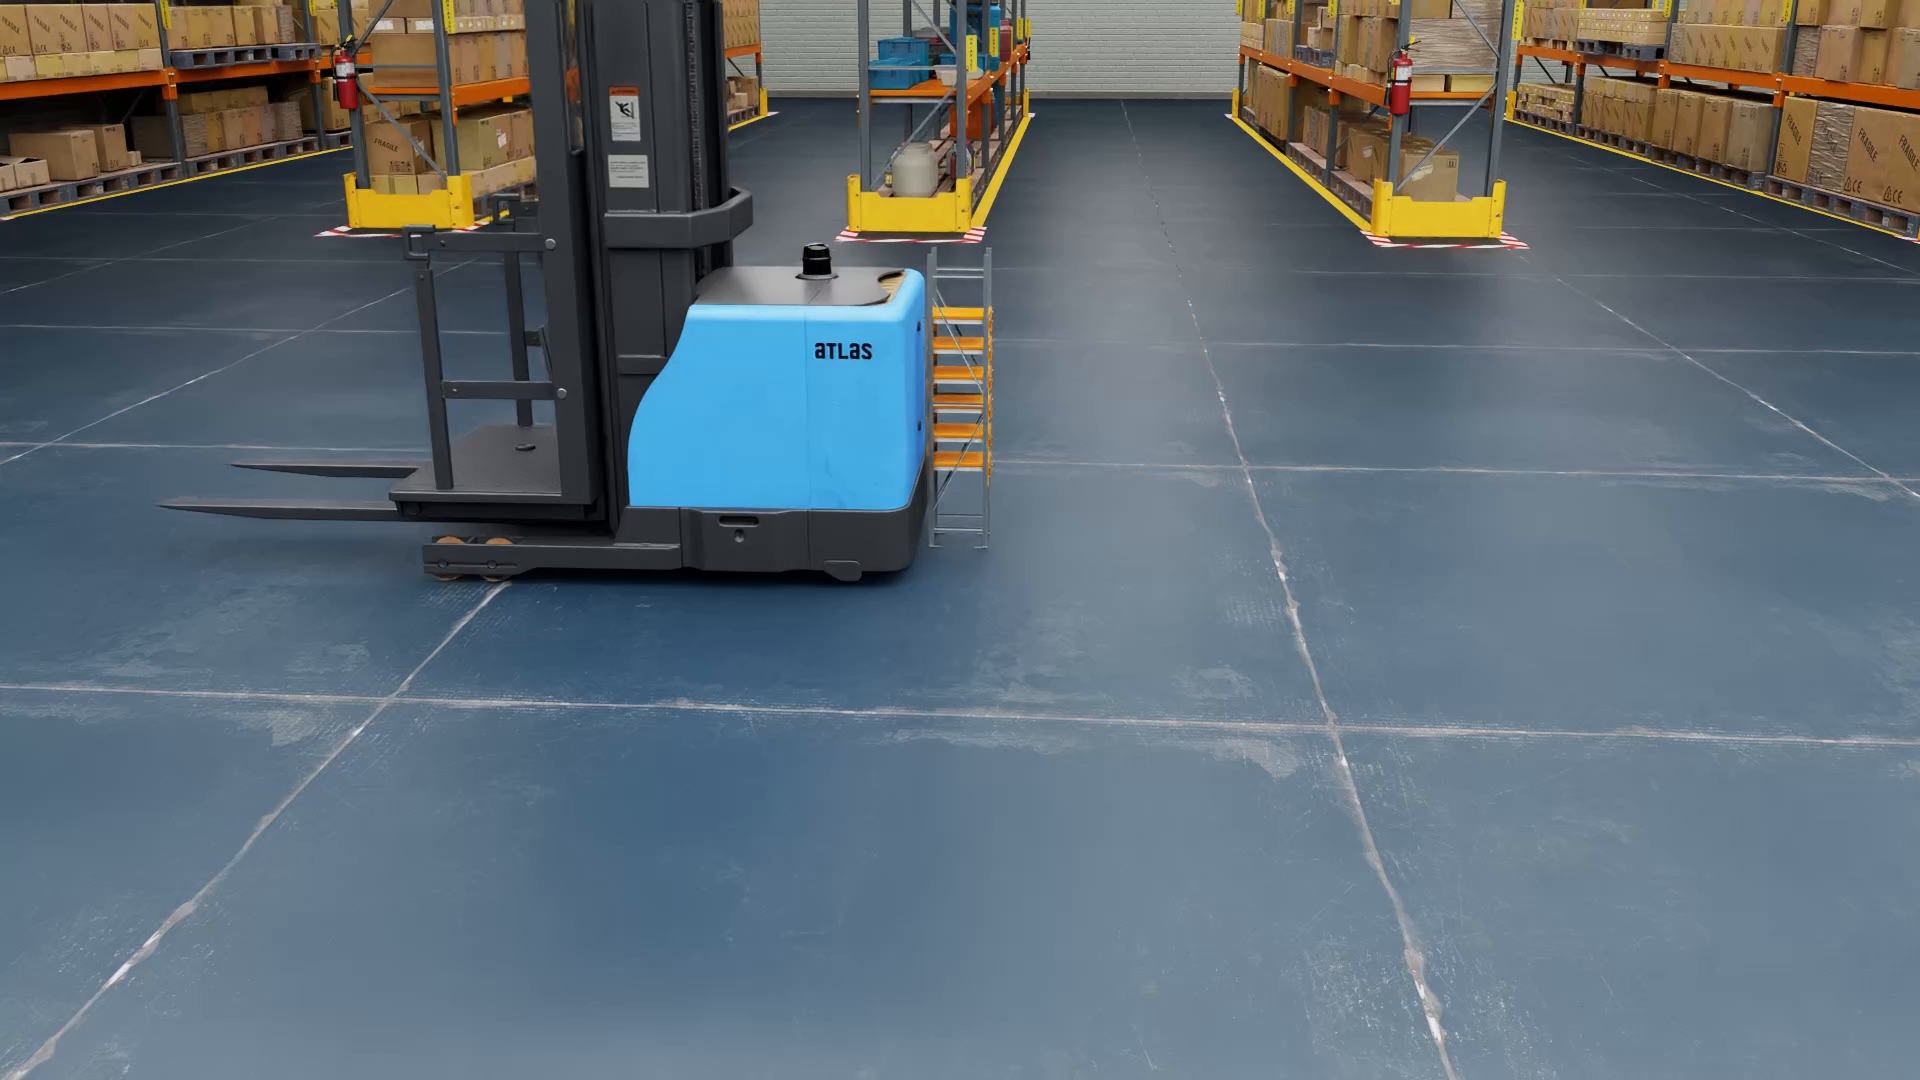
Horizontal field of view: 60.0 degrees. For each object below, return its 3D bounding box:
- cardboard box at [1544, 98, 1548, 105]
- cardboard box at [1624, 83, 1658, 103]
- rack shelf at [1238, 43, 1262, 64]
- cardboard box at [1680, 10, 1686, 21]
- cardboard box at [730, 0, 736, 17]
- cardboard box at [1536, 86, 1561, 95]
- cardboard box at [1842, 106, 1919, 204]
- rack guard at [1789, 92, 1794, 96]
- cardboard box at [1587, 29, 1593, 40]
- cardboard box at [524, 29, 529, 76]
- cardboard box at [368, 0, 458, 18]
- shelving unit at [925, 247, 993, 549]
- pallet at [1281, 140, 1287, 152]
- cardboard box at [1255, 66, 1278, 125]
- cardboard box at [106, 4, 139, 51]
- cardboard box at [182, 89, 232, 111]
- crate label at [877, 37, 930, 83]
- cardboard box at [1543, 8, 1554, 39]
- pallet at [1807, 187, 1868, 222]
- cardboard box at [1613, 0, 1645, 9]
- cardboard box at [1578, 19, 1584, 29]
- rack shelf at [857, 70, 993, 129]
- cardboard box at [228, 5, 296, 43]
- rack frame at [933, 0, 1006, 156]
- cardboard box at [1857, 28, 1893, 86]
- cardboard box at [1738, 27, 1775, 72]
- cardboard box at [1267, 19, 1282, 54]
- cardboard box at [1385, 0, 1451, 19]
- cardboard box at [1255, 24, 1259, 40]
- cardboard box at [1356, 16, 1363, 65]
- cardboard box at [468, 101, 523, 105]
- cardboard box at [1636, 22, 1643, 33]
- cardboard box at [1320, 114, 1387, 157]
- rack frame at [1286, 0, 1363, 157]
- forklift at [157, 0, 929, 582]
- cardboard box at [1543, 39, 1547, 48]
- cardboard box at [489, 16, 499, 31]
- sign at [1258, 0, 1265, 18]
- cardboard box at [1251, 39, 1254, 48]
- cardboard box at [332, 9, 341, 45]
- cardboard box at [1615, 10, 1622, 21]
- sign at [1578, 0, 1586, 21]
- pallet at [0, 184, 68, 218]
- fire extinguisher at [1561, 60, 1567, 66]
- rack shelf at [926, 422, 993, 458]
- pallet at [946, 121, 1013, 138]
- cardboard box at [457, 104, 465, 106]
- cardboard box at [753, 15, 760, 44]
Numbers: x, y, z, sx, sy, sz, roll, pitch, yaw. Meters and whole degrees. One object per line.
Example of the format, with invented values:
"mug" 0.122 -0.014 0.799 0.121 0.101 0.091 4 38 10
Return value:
"cardboard box" 10.257 -7.547 28.566 0.380 0.149 0.250 2 18 7
"cardboard box" 9.825 -6.386 23.730 0.500 0.250 0.500 2 18 5
"rack shelf" 5.502 -8.306 28.610 1.077 0.370 4.000 1 18 4
"cardboard box" 10.277 -7.304 23.170 0.380 0.149 0.250 1 18 4
"cardboard box" -4.134 -9.232 28.513 0.500 0.500 0.500 1 18 2
"cardboard box" 10.199 -7.771 28.770 0.380 0.149 0.250 2 18 6
"cardboard box" 9.482 -3.833 16.542 0.875 0.875 0.875 1 18 3
"rack guard" 15.531 -7.868 30.131 1.175 0.500 0.348 1 18 4
"cardboard box" 9.776 -7.689 25.301 0.380 0.149 0.250 1 18 4
"cardboard box" -5.152 -5.510 18.761 0.700 0.500 0.500 1 18 3
"cardboard box" -5.332 -5.347 16.181 0.700 0.500 0.500 1 18 4
"shelving unit" -0.001 -0.566 6.722 0.258 1.200 0.189 1 18 4
"pallet" 5.203 -5.703 23.987 1.003 0.211 1.213 1 18 4
"cardboard box" 5.333 -7.018 26.260 1.225 0.875 0.875 1 18 4
"cardboard box" -9.792 -5.860 18.993 0.500 0.500 0.500 1 18 4
"cardboard box" -9.939 -5.779 21.846 0.500 0.250 0.500 1 18 2
"crate label" -0.580 -5.005 17.323 0.502 0.435 0.616 1 18 4
"cardboard box" 10.186 -8.706 28.036 0.500 0.500 0.500 1 18 2
"pallet" 9.508 -3.461 17.145 1.003 0.211 1.213 1 18 4
"cardboard box" 10.574 -8.683 26.362 0.500 0.500 0.500 2 18 5
"cardboard box" 9.811 -7.994 25.754 0.380 0.149 0.250 2 18 5
"rack shelf" -0.299 -4.690 17.573 1.077 0.370 4.000 1 18 4
"cardboard box" -9.774 -7.227 23.293 0.700 0.500 0.500 -1 18 -3
"rack frame" 0.132 -6.895 23.149 1.000 3.000 0.127 1 18 4
"cardboard box" 9.599 -4.853 16.676 0.875 0.550 0.500 1 18 4
"cardboard box" 9.532 -5.773 19.562 0.500 0.500 0.500 1 18 3
"cardboard box" 5.041 -7.781 25.691 0.500 0.500 0.500 1 18 4
"cardboard box" 4.291 -5.140 15.549 0.500 0.500 0.500 1 18 4
"cardboard box" 5.163 -8.401 27.507 0.500 0.250 0.500 2 18 6
"cardboard box" 4.685 -5.281 17.583 0.875 0.500 0.500 1 18 4
"cardboard box" -5.441 -4.877 19.526 0.500 0.500 0.500 1 18 4
"cardboard box" 9.610 -7.110 23.057 0.380 0.149 0.250 2 18 6
"cardboard box" 4.943 -5.075 20.902 0.700 0.500 0.500 0 18 -1
"rack frame" 5.072 -6.785 22.811 1.000 3.000 0.127 1 18 4
"forklift" -1.674 -1.394 6.470 3.031 2.935 1.130 1 18 3
"cardboard box" 10.214 -8.509 28.477 0.380 0.149 0.250 1 18 3
"cardboard box" -5.049 -5.395 17.368 0.380 0.149 0.250 1 18 3
"sign" 4.805 -8.488 26.492 0.100 0.325 0.005 1 18 4
"cardboard box" 5.145 -8.409 28.171 0.380 0.149 0.250 1 18 3
"cardboard box" -9.413 -7.622 24.697 0.500 0.500 0.500 2 18 6
"cardboard box" 9.685 -7.569 23.980 0.380 0.149 0.250 2 18 7
"sign" 9.757 -8.306 26.064 0.100 0.325 0.005 1 18 4
"pallet" -10.225 -3.582 17.515 1.003 0.211 1.213 1 18 4
"fire extinguisher" 11.064 -8.981 30.238 0.296 0.674 0.183 1 18 4
"rack shelf" -0.001 -0.409 6.774 0.258 0.103 0.180 1 18 4
"pallet" 0.321 -6.574 26.646 1.003 0.211 1.213 1 18 4
"cardboard box" -9.229 -7.916 29.603 0.700 0.500 0.500 2 18 5
"cardboard box" -3.996 -9.394 30.614 0.500 0.500 0.500 2 18 6
